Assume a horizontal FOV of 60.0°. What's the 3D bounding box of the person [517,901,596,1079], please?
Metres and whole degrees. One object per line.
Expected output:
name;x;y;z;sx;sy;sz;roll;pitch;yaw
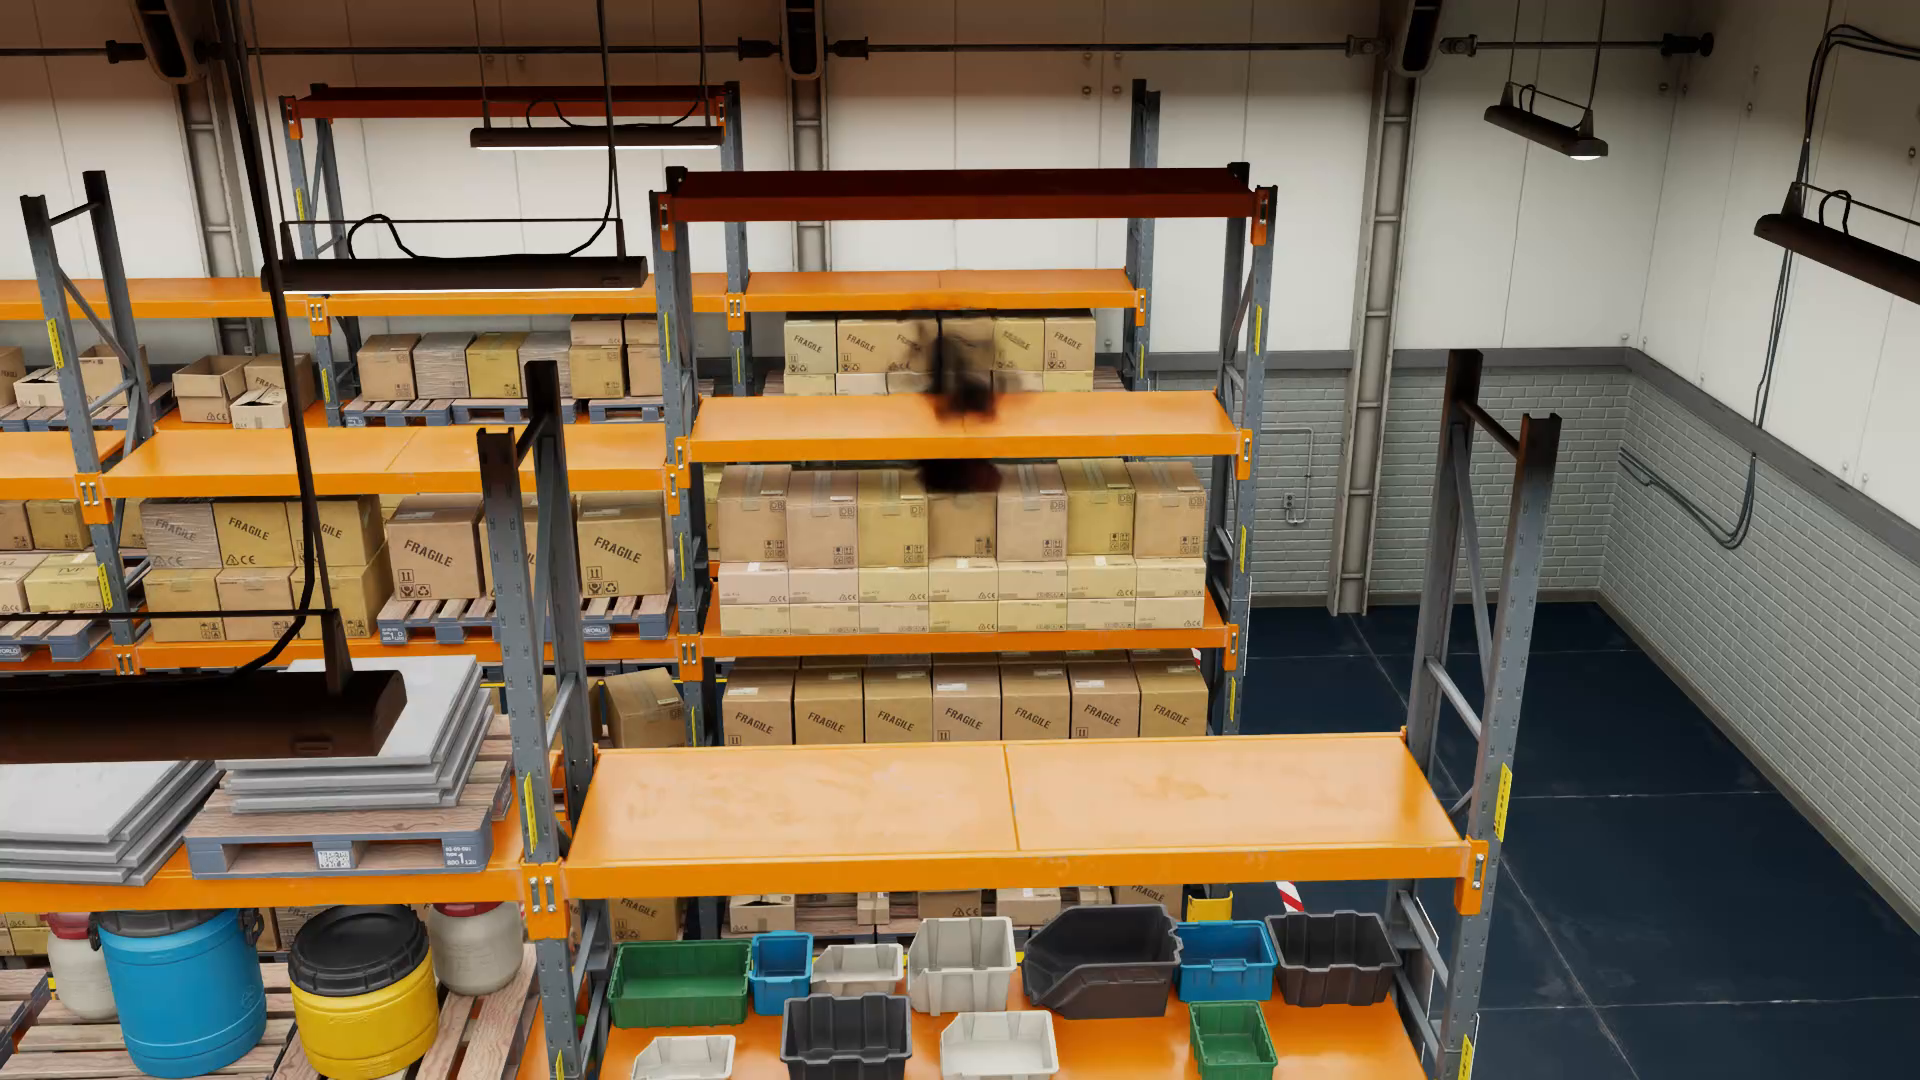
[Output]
person;-2.816;2.871;10.894;0.859;1.824;0.644;-6;23;-13
